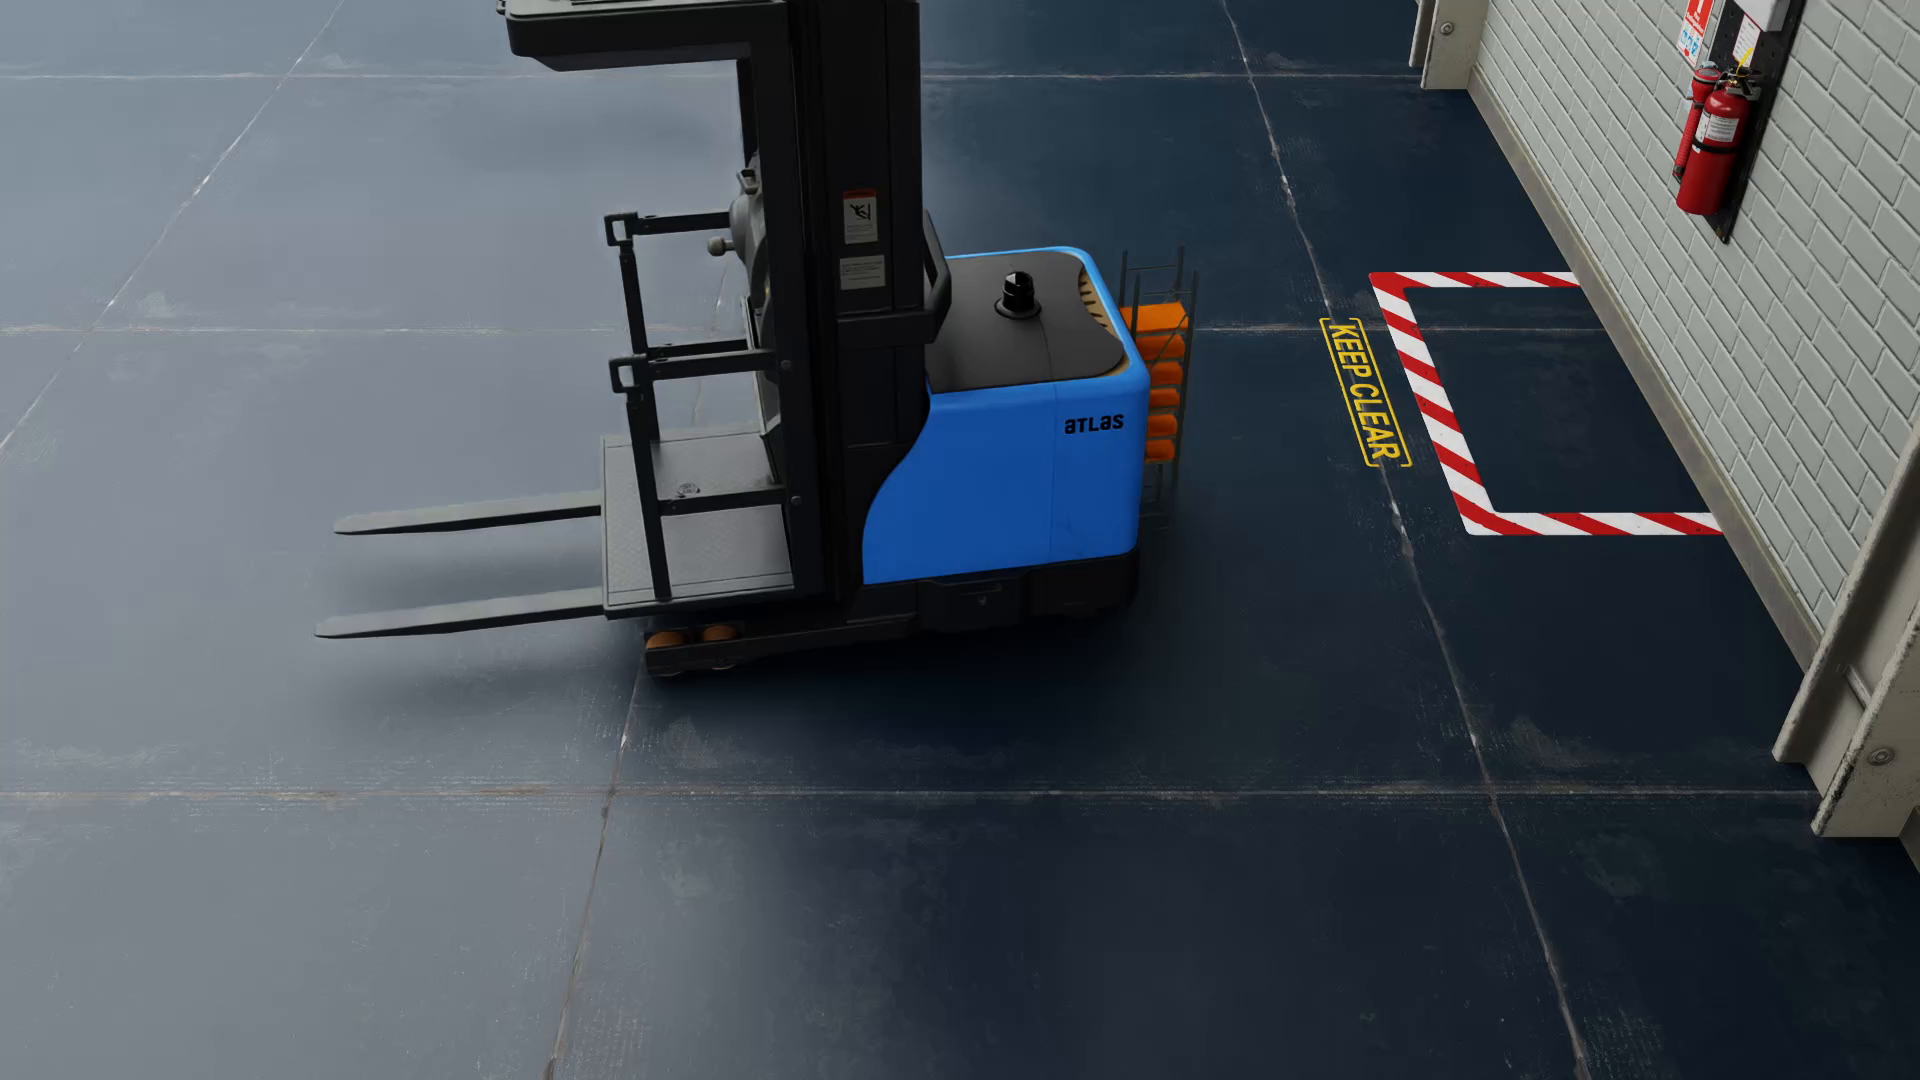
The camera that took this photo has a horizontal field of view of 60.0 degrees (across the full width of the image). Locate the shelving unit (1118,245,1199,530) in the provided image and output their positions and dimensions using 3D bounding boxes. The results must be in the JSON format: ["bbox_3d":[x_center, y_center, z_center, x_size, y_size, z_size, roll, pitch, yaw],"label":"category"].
[{"bbox_3d":[0.736,-0.561,6.490,0.258,1.200,0.189,-6,39,-8],"label":"shelving unit"}]

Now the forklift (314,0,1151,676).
[{"bbox_3d":[-0.887,-1.001,5.656,3.031,2.935,1.130,-6,39,-8],"label":"forklift"}]

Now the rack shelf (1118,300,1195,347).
[{"bbox_3d":[0.736,-0.807,6.293,0.258,0.103,0.180,-6,39,-8],"label":"rack shelf"}]

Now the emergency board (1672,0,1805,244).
[{"bbox_3d":[3.034,-1.855,6.667,0.194,1.169,0.643,0,39,0],"label":"emergency board"}]

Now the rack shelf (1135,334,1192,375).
[{"bbox_3d":[0.736,-0.713,6.368,0.258,0.103,0.180,-6,39,-8],"label":"rack shelf"}]

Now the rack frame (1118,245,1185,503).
[{"bbox_3d":[0.719,-0.617,6.560,0.240,1.200,0.006,-6,39,-8],"label":"rack frame"}]

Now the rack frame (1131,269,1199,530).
[{"bbox_3d":[0.752,-0.505,6.420,0.240,1.200,0.006,-6,39,-8],"label":"rack frame"}]

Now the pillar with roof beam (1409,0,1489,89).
[{"bbox_3d":[-1.314,-6.400,7.540,9.100,9.000,0.400,0,39,0],"label":"pillar with roof beam"}]

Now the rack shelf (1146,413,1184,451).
[{"bbox_3d":[0.735,-0.432,6.593,0.258,0.103,0.180,-6,39,-8],"label":"rack shelf"}]

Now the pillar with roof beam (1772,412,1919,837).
[{"bbox_3d":[-1.307,-2.648,2.858,9.100,9.000,0.400,0,39,0],"label":"pillar with roof beam"}]

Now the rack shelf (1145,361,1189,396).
[{"bbox_3d":[0.736,-0.620,6.443,0.258,0.103,0.180,-6,39,-8],"label":"rack shelf"}]

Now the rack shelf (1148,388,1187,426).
[{"bbox_3d":[0.736,-0.526,6.518,0.258,0.103,0.180,-6,39,-8],"label":"rack shelf"}]

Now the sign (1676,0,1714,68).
[{"bbox_3d":[3.136,-2.215,7.087,0.001,0.329,0.234,0,39,0],"label":"sign"}]

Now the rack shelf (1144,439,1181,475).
[{"bbox_3d":[0.735,-0.339,6.668,0.258,0.103,0.180,-6,39,-8],"label":"rack shelf"}]
